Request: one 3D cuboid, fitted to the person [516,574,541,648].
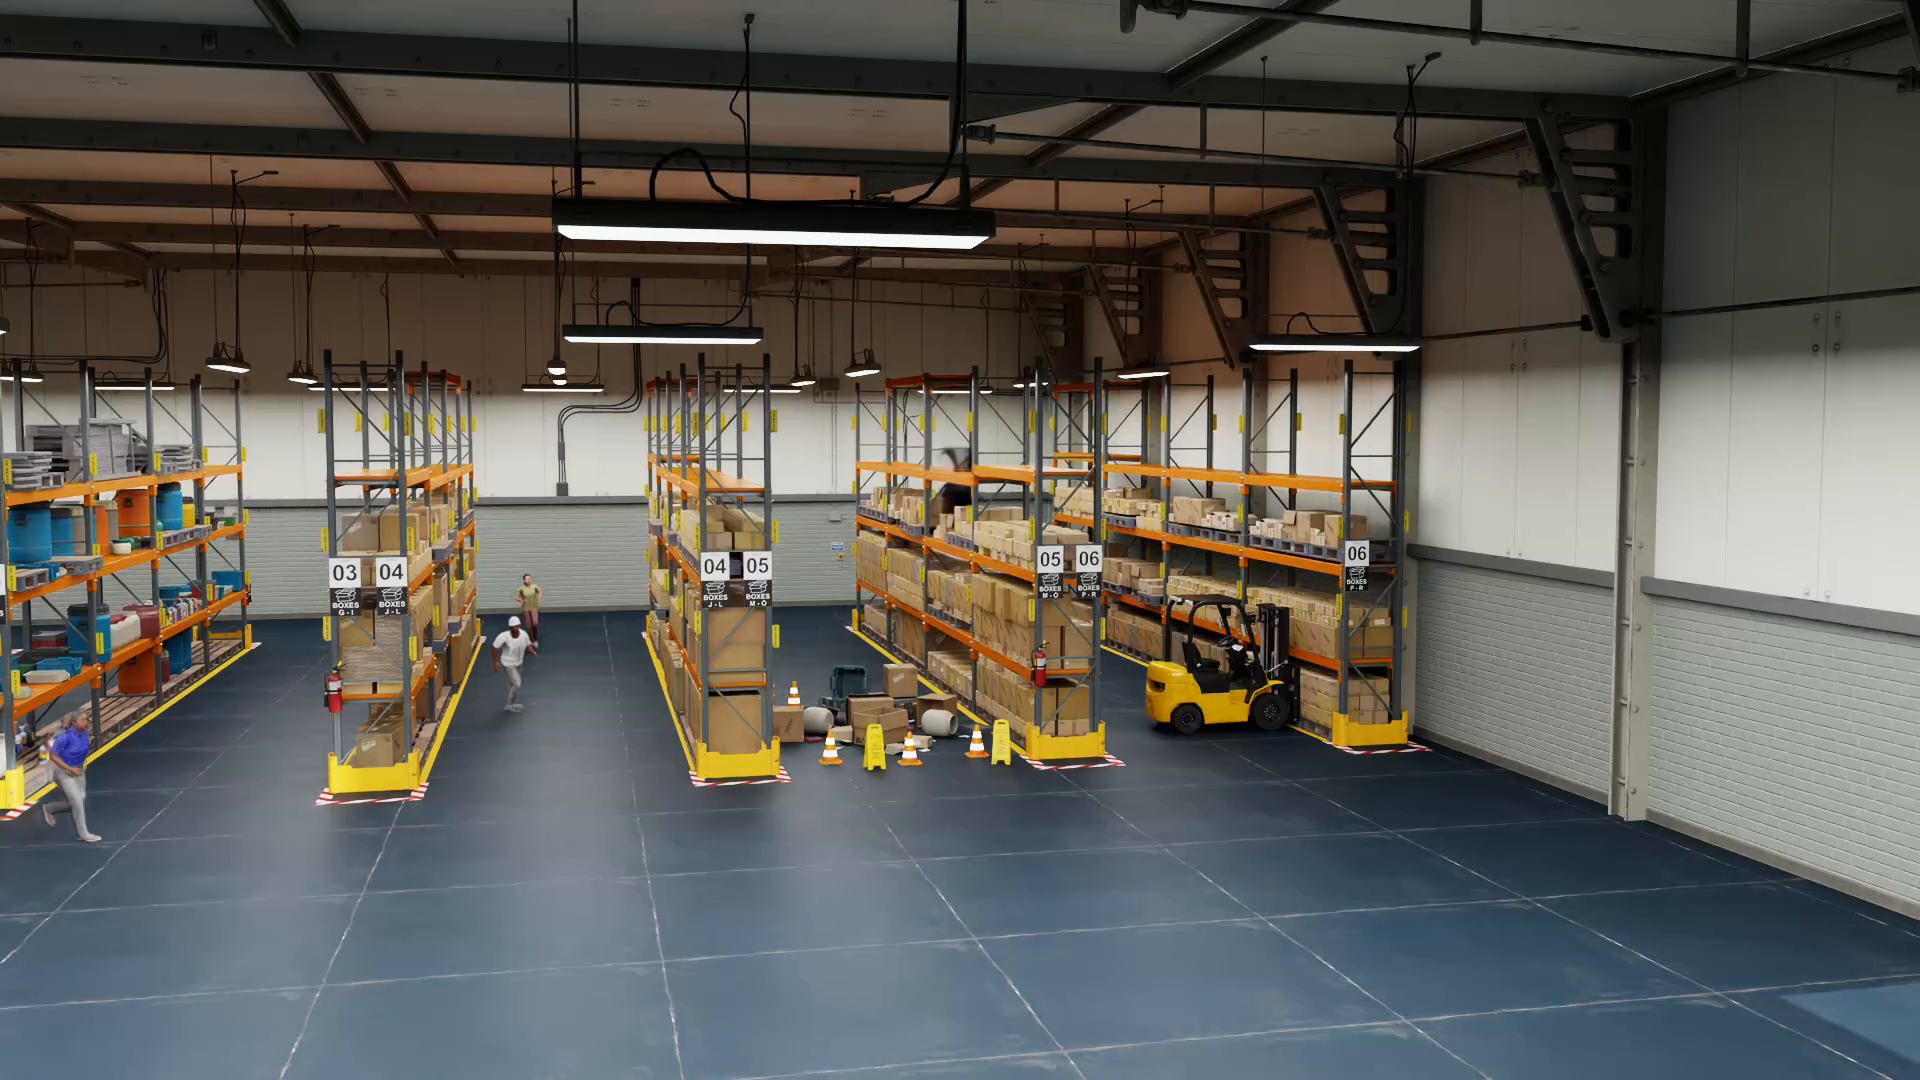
[{"bbox_3d":[-9.653,1.589,37.254,0.561,1.680,0.662,-1,4,-16],"label":"person"}]

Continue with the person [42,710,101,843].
[{"bbox_3d":[-10.726,2.822,19.907,0.733,1.606,0.564,1,4,18],"label":"person"}]

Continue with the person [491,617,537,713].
[{"bbox_3d":[-7.731,2.172,28.932,0.831,1.716,0.671,2,4,26],"label":"person"}]
